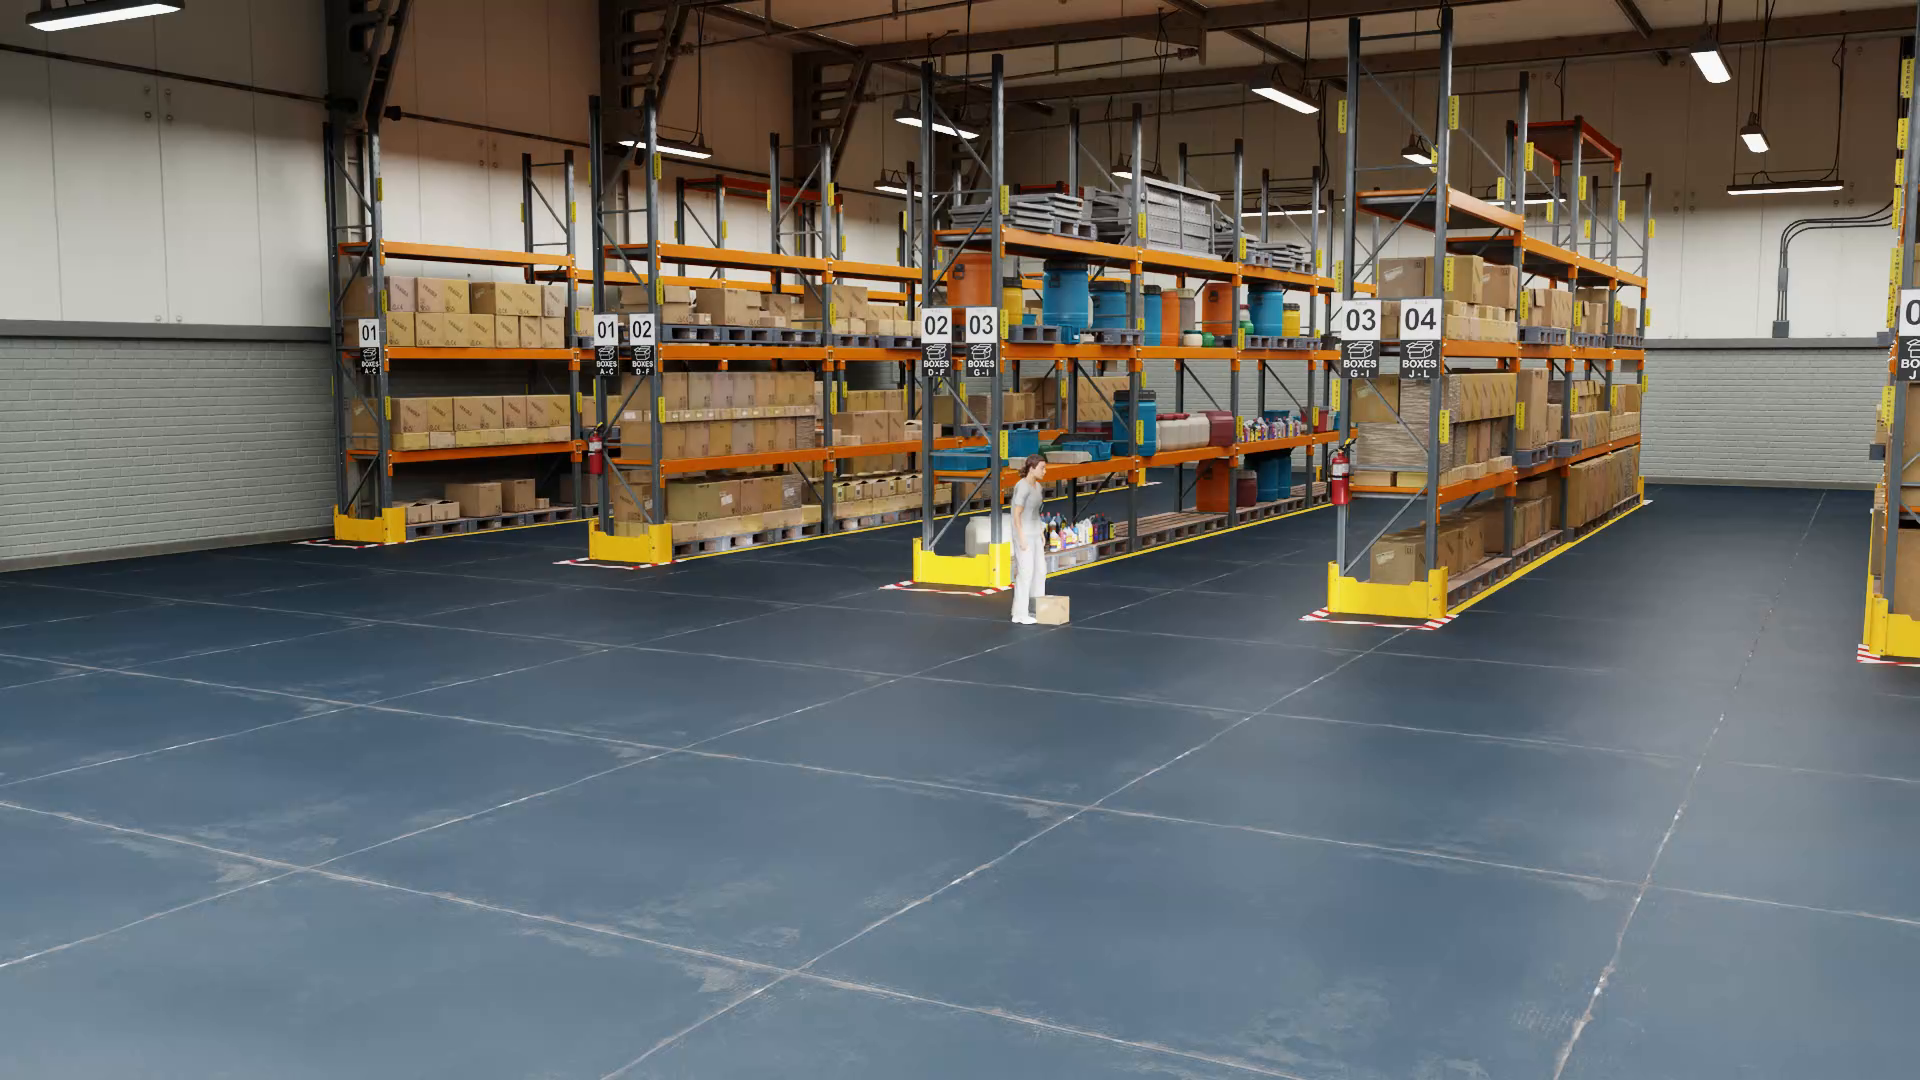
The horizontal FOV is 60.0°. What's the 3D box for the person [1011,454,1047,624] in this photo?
[{"bbox_3d":[0.718,-0.023,16.552,0.406,1.673,0.486,3,7,29],"label":"person"}]
